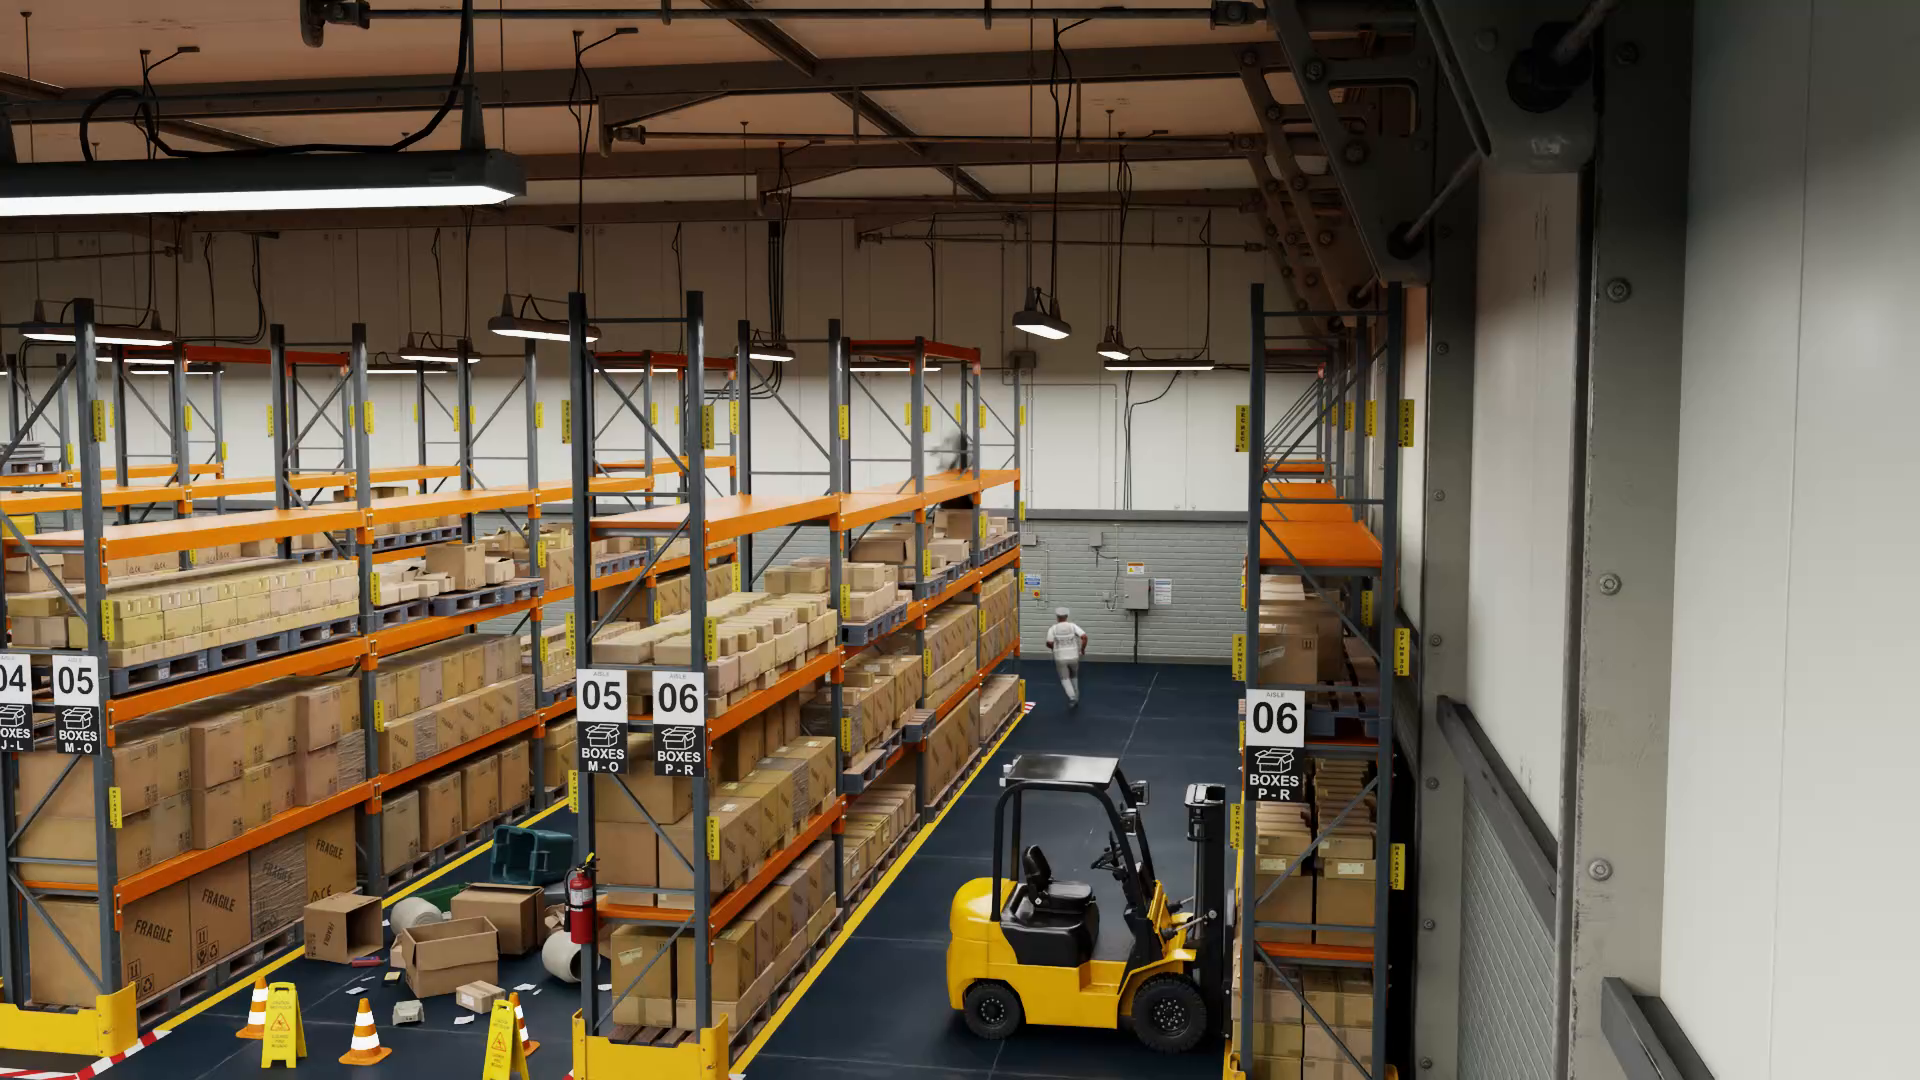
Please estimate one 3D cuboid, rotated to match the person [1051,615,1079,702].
[{"bbox_3d":[1.818,2.027,28.218,0.517,1.514,0.688,-1,5,-7],"label":"person"}]
